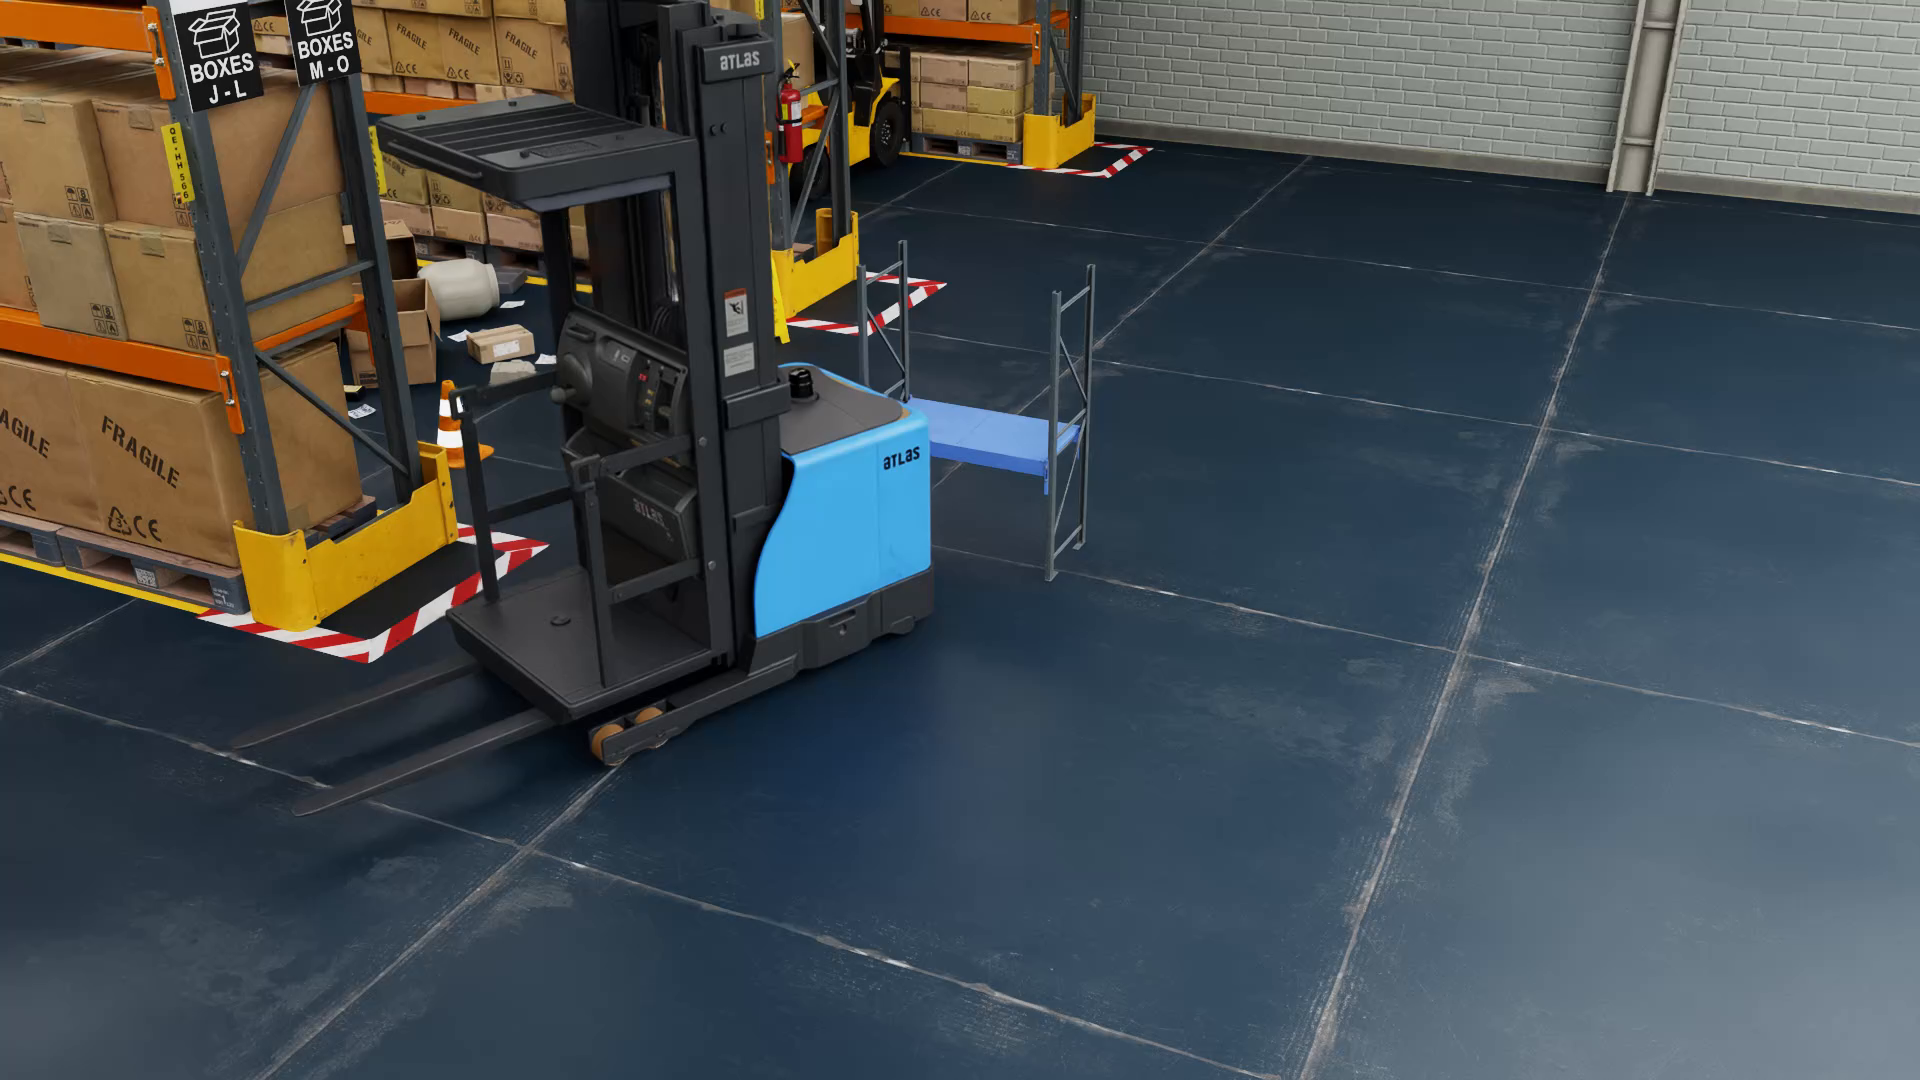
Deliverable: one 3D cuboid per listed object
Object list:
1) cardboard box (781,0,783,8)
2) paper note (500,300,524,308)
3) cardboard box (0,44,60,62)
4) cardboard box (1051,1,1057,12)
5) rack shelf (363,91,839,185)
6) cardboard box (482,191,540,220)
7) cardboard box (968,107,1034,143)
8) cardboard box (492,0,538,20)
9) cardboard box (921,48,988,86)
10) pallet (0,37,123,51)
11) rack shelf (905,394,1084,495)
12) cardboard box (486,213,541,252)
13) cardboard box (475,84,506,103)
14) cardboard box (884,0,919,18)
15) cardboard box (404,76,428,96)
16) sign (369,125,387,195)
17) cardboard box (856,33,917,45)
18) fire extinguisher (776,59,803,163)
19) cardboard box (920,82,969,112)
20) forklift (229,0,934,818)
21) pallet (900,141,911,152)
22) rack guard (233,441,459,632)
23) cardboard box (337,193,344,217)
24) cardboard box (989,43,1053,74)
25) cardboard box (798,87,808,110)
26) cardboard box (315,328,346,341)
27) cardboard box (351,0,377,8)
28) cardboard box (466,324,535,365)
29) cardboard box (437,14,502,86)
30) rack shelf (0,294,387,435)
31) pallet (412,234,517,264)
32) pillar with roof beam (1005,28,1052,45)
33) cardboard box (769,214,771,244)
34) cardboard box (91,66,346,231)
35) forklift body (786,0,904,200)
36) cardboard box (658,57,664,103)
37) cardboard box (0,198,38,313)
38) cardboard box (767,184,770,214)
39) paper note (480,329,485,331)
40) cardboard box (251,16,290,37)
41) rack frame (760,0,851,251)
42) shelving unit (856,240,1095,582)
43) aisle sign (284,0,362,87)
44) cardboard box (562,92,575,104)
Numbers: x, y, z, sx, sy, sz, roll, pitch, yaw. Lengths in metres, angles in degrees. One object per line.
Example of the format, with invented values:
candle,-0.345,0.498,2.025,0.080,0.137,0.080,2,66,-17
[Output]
cardboard box,-1.901,-5.679,16.775,0.500,0.500,0.500,12,29,23
paper note,-3.297,-1.742,12.253,0.148,0.019,0.142,2,26,4
cardboard box,-4.895,-2.072,8.171,0.500,0.550,0.875,11,28,22
cardboard box,0.628,-5.424,16.258,0.500,0.500,0.500,12,29,23
rack shelf,-2.908,-3.224,12.716,4.000,0.370,1.077,11,28,22
cardboard box,-3.340,-2.798,12.826,0.500,0.500,0.500,13,29,24
cardboard box,0.405,-4.091,16.301,0.500,0.250,0.500,12,28,22
cardboard box,-3.004,-4.108,12.115,0.500,0.500,0.700,11,28,21
cardboard box,-0.052,-4.630,16.265,0.500,0.250,0.500,12,29,23
pallet,-7.677,-4.470,14.650,1.003,0.211,1.213,11,28,22
rack shelf,0.078,-0.496,8.467,1.000,0.185,0.538,11,28,22
cardboard box,-3.329,-2.461,12.991,0.500,0.250,0.500,11,28,21
cardboard box,-3.414,-3.375,12.494,0.250,0.149,0.380,12,28,22
cardboard box,-0.528,-5.399,16.206,0.500,0.500,0.500,11,28,21
cardboard box,-4.069,-3.551,12.851,0.250,0.149,0.380,11,28,22
sign,-2.810,-1.818,7.977,0.005,0.325,0.100,11,28,22
cardboard box,-0.766,-5.027,17.069,0.500,0.250,0.500,11,28,21
fire extinguisher,-1.174,-2.940,11.413,0.183,0.674,0.296,11,28,22
cardboard box,-0.061,-4.416,16.394,0.500,0.250,0.500,11,28,21
forklift,-1.555,-0.645,6.742,3.031,2.935,1.130,-22,33,-37
pallet,-0.856,-4.273,17.190,1.213,0.211,1.003,11,28,22
rack guard,-3.023,-0.046,8.278,0.348,0.500,1.175,11,28,22
cardboard box,-5.207,-3.016,13.980,0.625,0.372,0.950,12,29,22
cardboard box,0.604,-4.745,16.496,0.500,0.250,0.500,11,28,21
cardboard box,-1.311,-3.213,12.165,0.250,0.149,0.380,11,28,22
cardboard box,-4.589,-1.592,11.261,0.503,0.637,0.797,11,28,22
cardboard box,-4.418,-4.371,12.651,0.500,0.500,0.700,11,28,21
cardboard box,-3.116,-1.329,11.281,0.380,0.149,0.250,-18,31,-31
cardboard box,-3.526,-3.718,12.457,0.500,0.500,0.500,11,28,21
rack shelf,-4.865,-1.215,8.636,4.000,0.370,1.077,11,28,22
pallet,-4.103,-2.552,13.695,1.213,0.211,1.003,11,28,22
pillar with roof beam,-1.079,-6.627,12.023,0.400,9.000,9.100,11,28,22
cardboard box,-1.708,-2.394,12.855,0.500,0.250,0.500,11,28,21
cardboard box,-3.366,-1.807,7.632,0.550,0.550,0.875,11,28,22
forklift body,-1.518,-4.410,15.271,1.214,2.155,2.313,11,28,22
cardboard box,-2.150,-3.441,11.893,0.500,0.500,0.500,11,28,22
cardboard box,-4.369,-1.533,8.299,0.550,0.550,0.875,11,28,22
cardboard box,-1.729,-2.735,12.697,0.500,0.500,0.500,10,28,20
paper note,-3.331,-1.475,11.734,0.123,0.001,0.032,11,28,22
cardboard box,-5.244,-4.271,13.104,0.500,0.500,0.500,11,28,21
rack frame,-1.088,-3.181,11.814,0.127,3.000,1.000,11,28,22
shelving unit,0.078,-0.657,8.387,1.048,1.500,0.538,11,28,22
aisle sign,-2.856,-2.446,7.379,0.004,0.787,0.394,11,28,22
cardboard box,-2.710,-3.256,12.252,0.250,0.149,0.380,11,28,21
